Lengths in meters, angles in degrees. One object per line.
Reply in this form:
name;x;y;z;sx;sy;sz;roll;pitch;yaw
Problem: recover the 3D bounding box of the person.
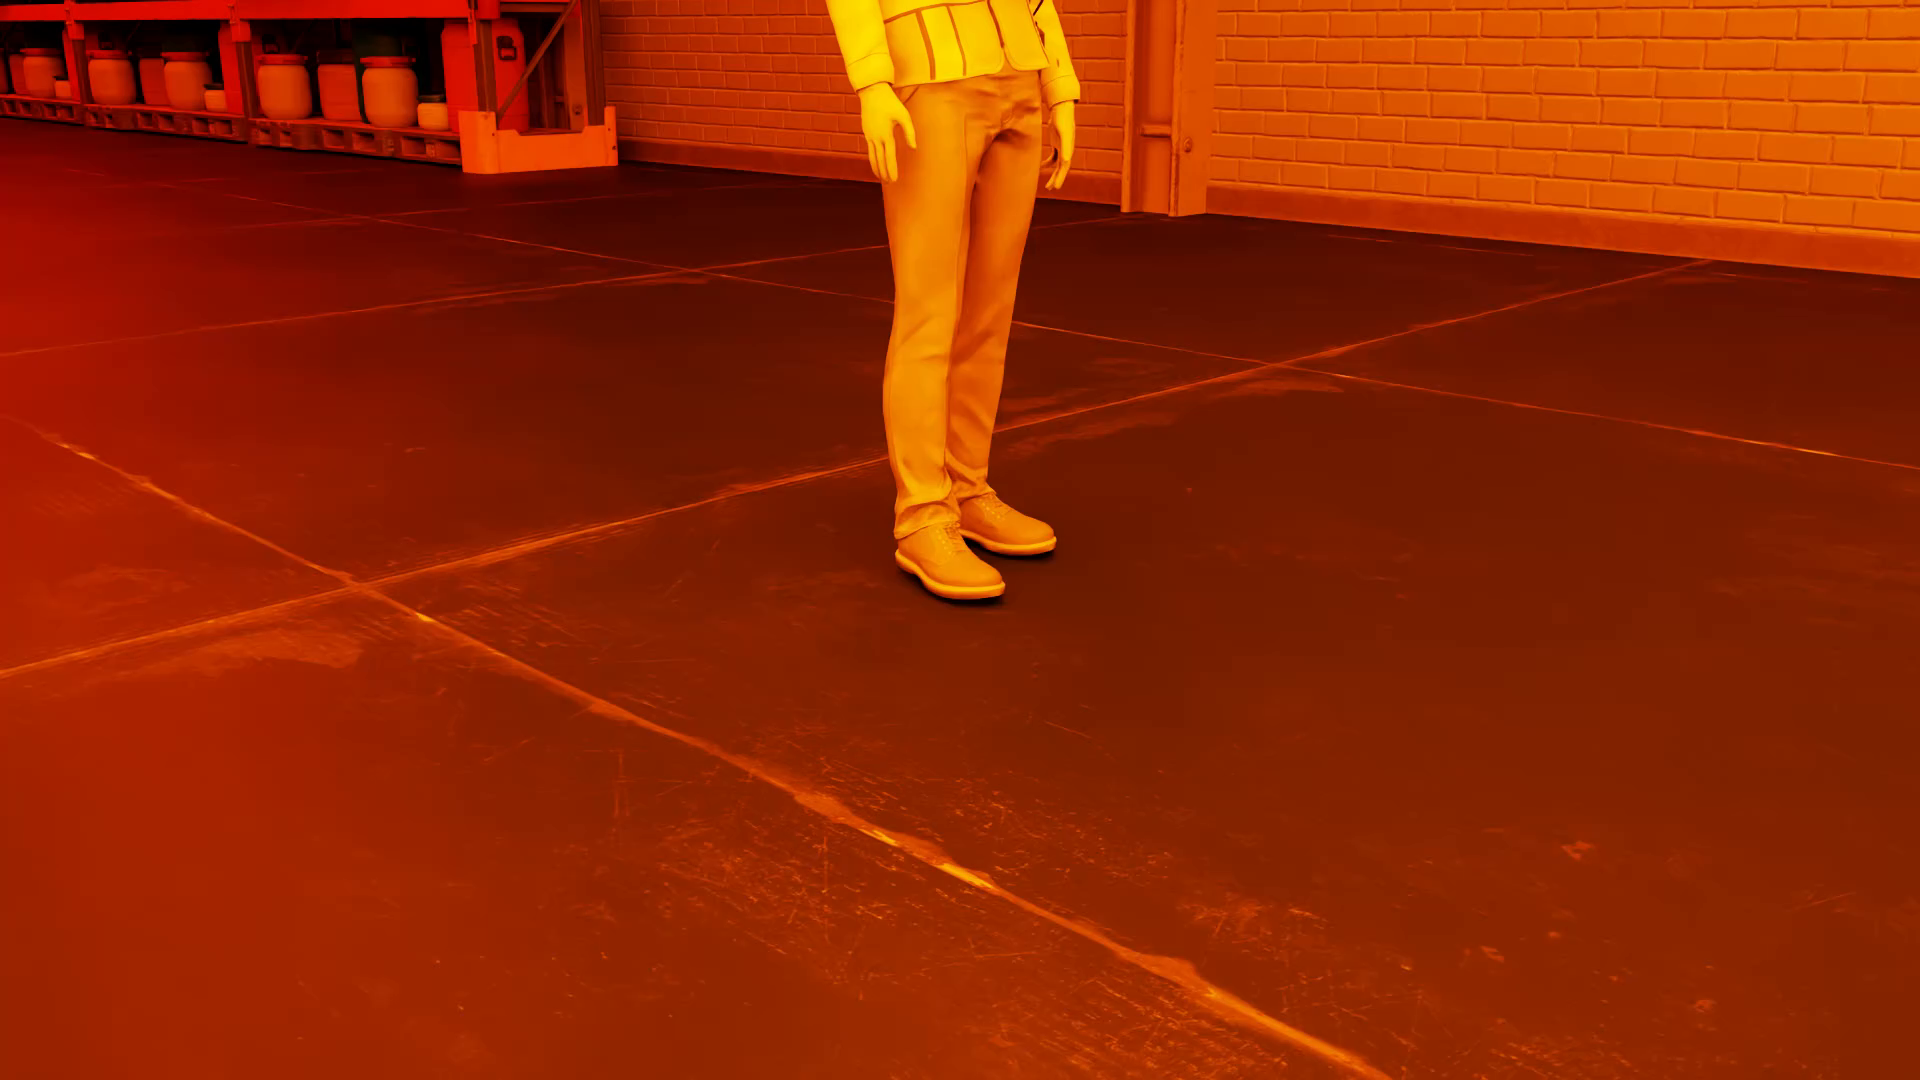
person;0.044;-0.801;3.092;0.532;1.694;0.586;16;23;42
